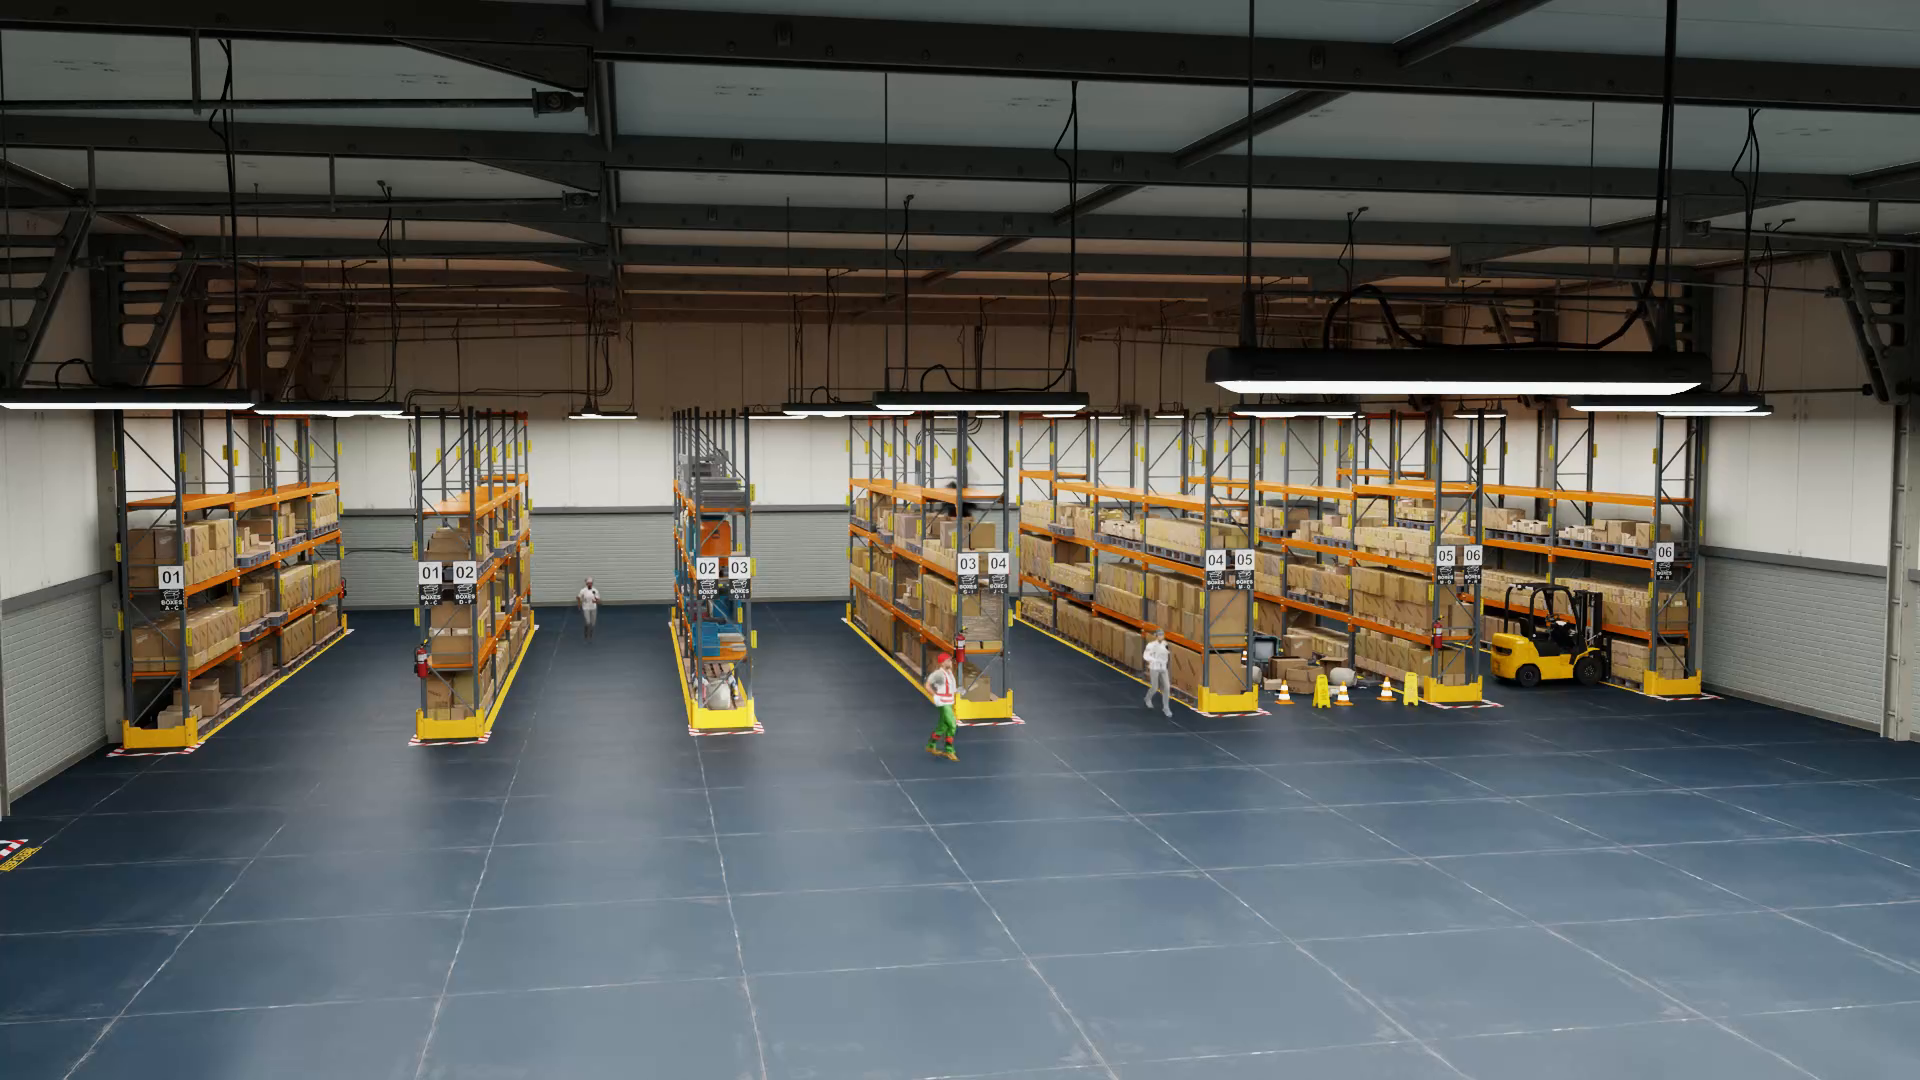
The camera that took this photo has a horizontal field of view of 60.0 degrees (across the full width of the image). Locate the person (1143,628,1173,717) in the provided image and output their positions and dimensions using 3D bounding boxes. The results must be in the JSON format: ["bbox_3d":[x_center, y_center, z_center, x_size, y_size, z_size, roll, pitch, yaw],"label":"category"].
[{"bbox_3d":[3.884,2.561,32.650,0.651,1.704,0.896,-2,4,-21],"label":"person"}]

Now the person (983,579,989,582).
[{"bbox_3d":[0.935,1.590,46.151,0.733,1.723,0.643,0,4,-5],"label":"person"}]

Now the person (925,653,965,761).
[{"bbox_3d":[-0.266,2.833,28.247,0.717,1.852,0.637,2,4,21],"label":"person"}]

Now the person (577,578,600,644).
[{"bbox_3d":[-9.576,1.830,42.966,0.542,1.731,0.713,-2,5,-26],"label":"person"}]
